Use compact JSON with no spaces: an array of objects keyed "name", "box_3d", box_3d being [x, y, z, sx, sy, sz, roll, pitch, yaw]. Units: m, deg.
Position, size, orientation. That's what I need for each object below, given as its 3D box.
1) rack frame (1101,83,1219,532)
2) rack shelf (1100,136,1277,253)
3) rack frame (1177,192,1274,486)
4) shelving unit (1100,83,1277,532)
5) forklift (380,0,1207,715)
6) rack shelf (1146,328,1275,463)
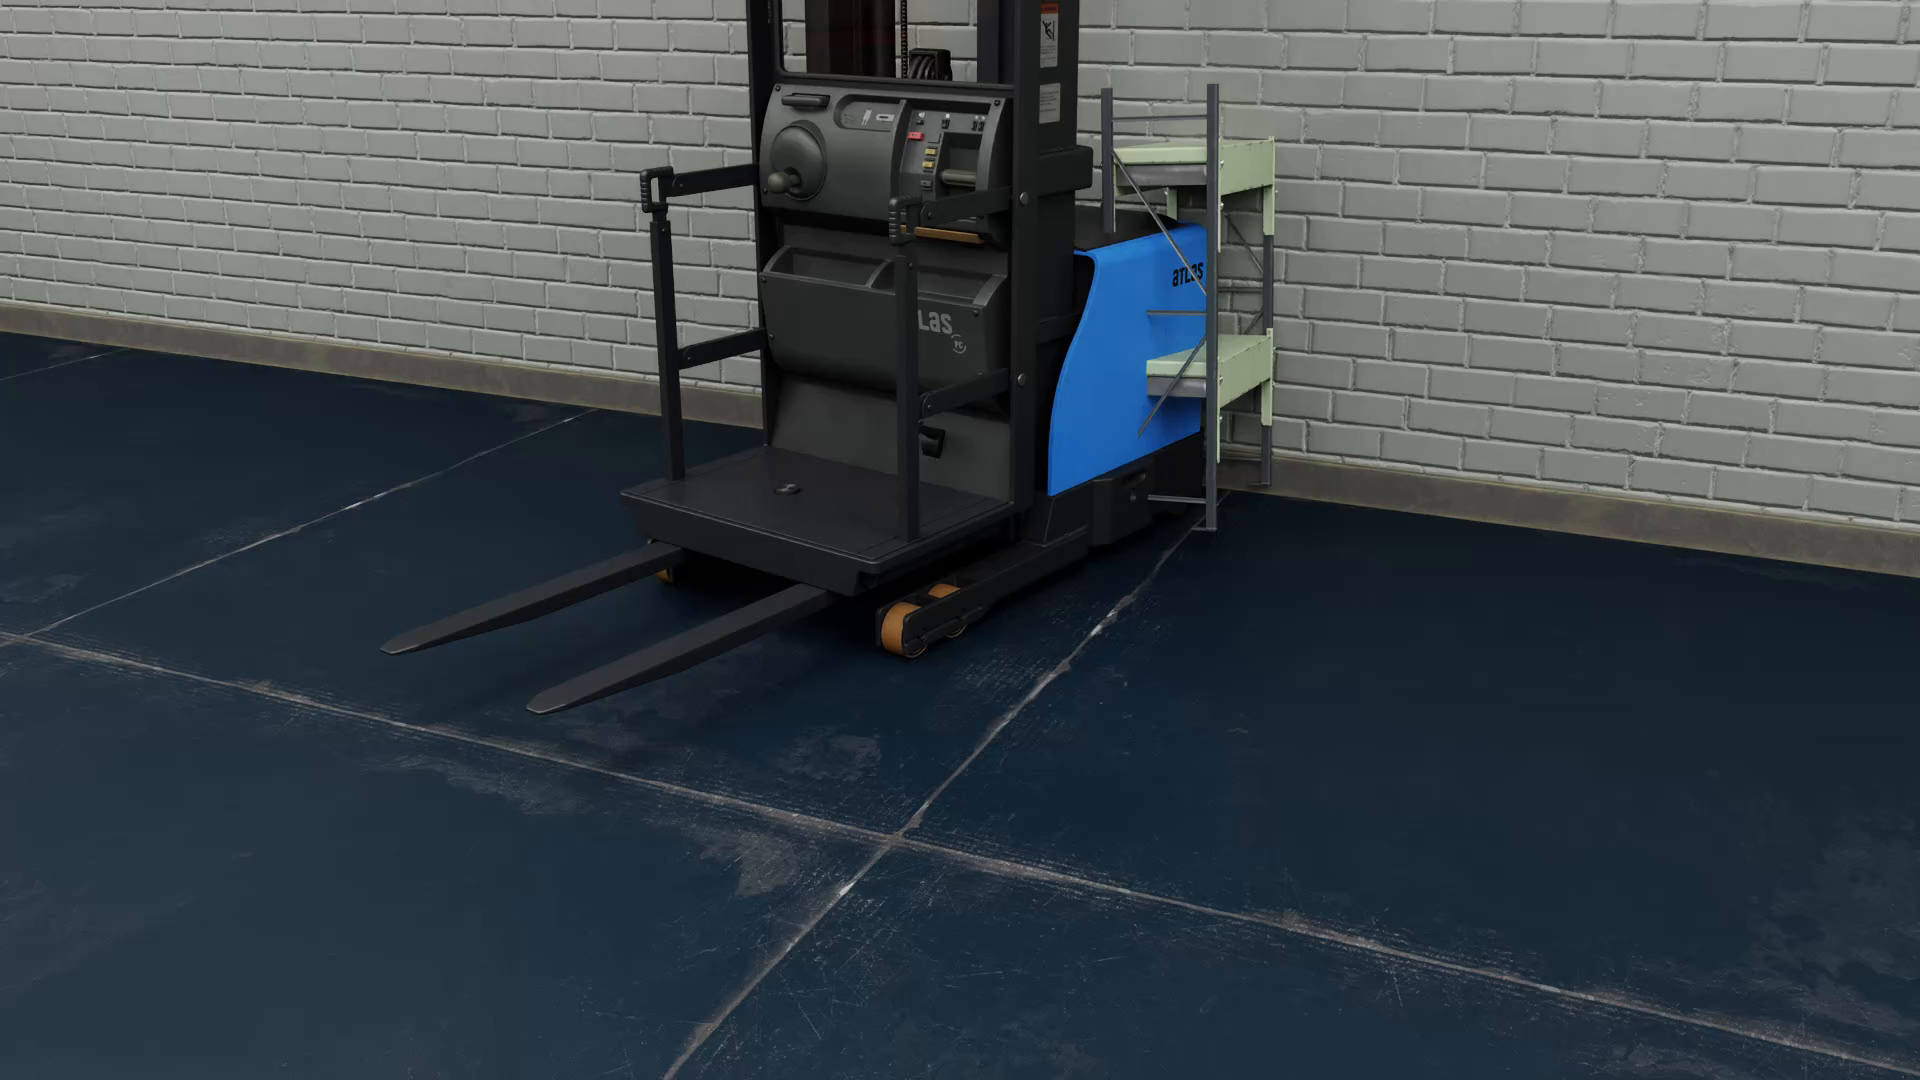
[{"name":"rack frame","box_3d":[0.682,-0.771,5.667,0.400,1.500,0.023,5,16,24]},{"name":"rack shelf","box_3d":[0.822,-1.238,5.889,0.431,0.370,0.720,5,16,24]},{"name":"rack frame","box_3d":[0.989,-0.950,6.307,0.400,1.500,0.023,5,16,24]},{"name":"shelving unit","box_3d":[0.836,-0.861,5.987,0.431,1.500,0.755,5,16,24]},{"name":"forklift","box_3d":[-0.382,-1.213,5.007,1.130,2.935,3.031,14,24,35]},{"name":"rack shelf","box_3d":[0.847,-0.545,6.070,0.431,0.370,0.720,5,16,24]}]
